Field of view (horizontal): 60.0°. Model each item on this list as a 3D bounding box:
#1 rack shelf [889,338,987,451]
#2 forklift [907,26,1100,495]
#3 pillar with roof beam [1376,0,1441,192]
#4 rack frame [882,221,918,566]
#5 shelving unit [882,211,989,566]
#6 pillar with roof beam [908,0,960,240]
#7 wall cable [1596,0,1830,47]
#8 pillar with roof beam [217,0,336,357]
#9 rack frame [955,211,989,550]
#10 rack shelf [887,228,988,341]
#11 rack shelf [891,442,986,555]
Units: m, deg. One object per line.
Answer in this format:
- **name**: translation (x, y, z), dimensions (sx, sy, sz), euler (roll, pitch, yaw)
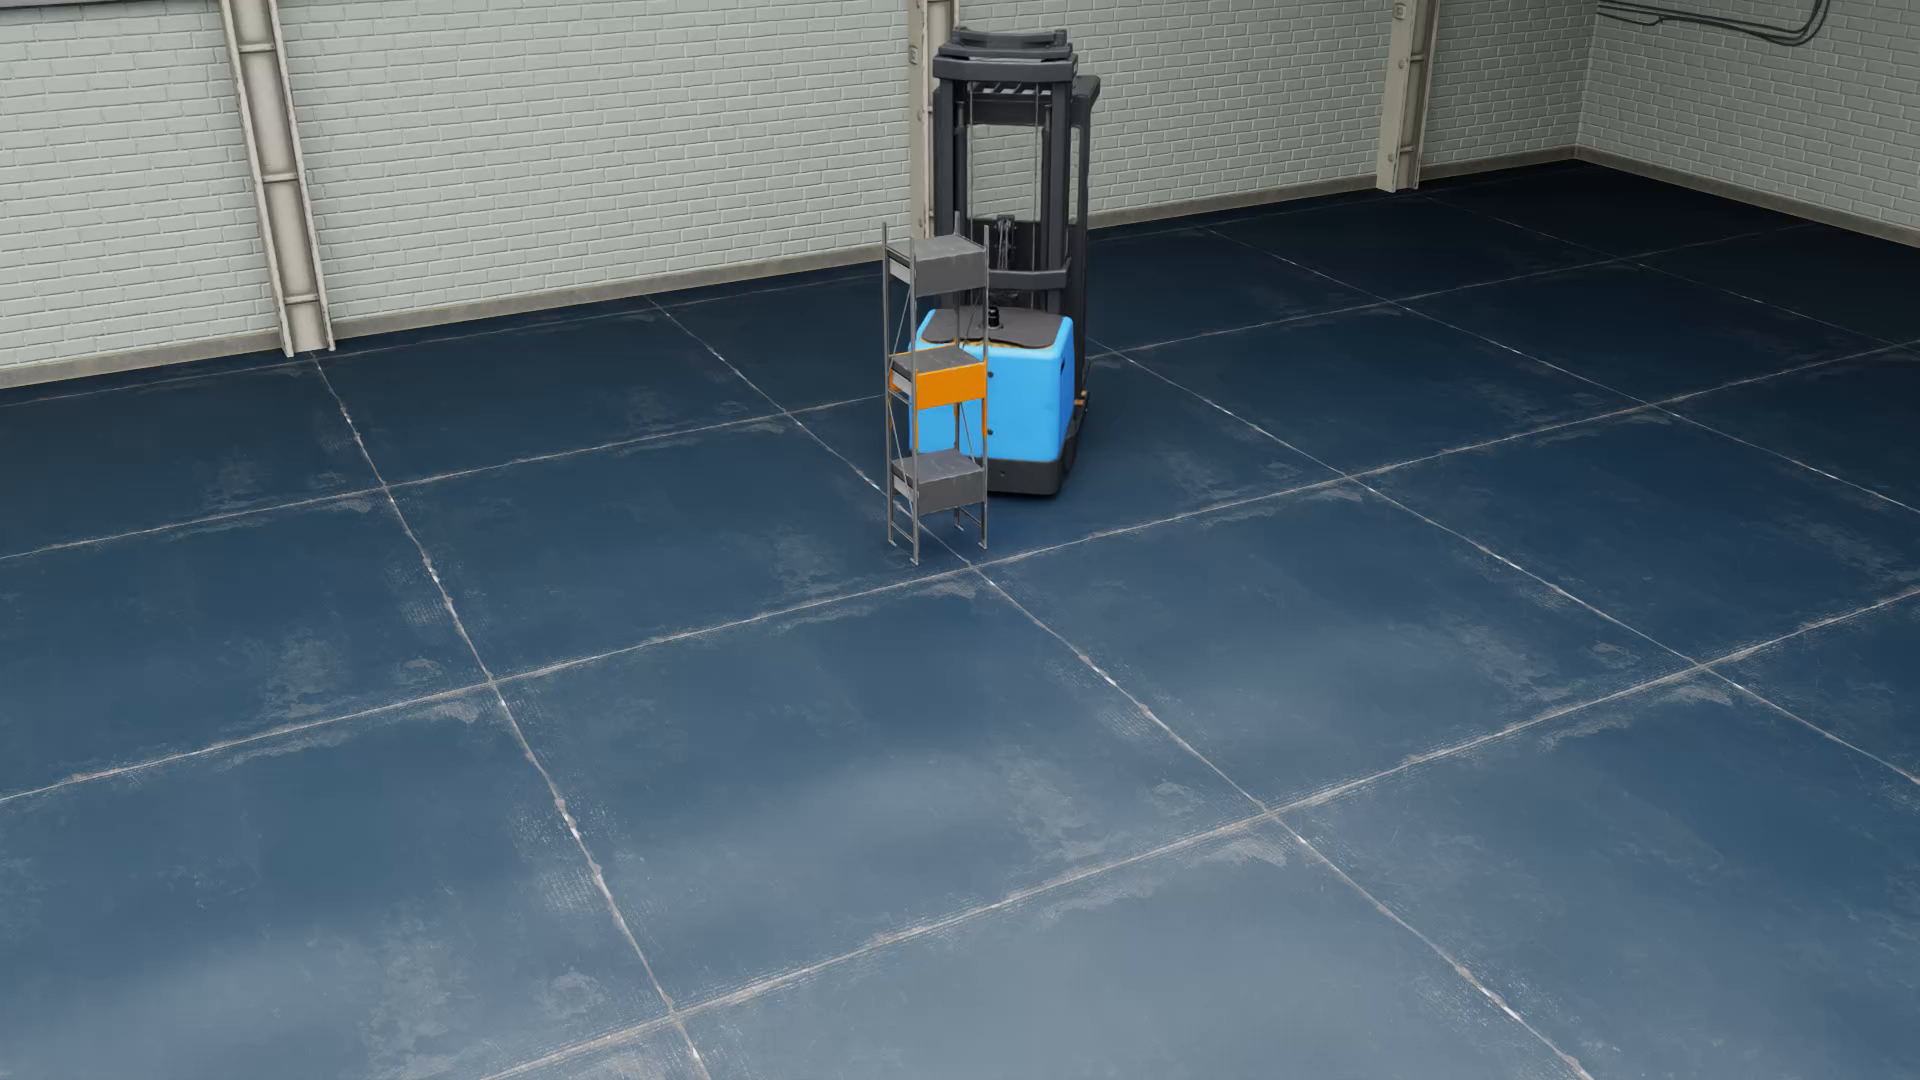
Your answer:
- **rack shelf**: translation (-0.146, -0.901, 10.231), dimensions (0.480, 0.518, 0.431), euler (-13, 29, -25)
- **forklift**: translation (0.397, -2.238, 12.026), dimensions (1.130, 2.935, 3.031), euler (4, 26, 9)
- **pillar with roof beam**: translation (7.072, -6.489, 13.868), dimensions (0.400, 9.000, 9.100), euler (-13, 29, -25)
- **rack frame**: translation (-0.361, -0.863, 10.122), dimensions (0.015, 2.100, 0.400), euler (-13, 29, -25)
- **shelving unit**: translation (-0.146, -0.913, 10.225), dimensions (0.503, 2.100, 0.431), euler (-13, 29, -25)
- **pillar with roof beam**: translation (1.778, -5.267, 11.323), dimensions (0.400, 9.000, 9.100), euler (-13, 29, -25)
- **wall cable**: translation (8.268, -6.828, 18.163), dimensions (0.112, 2.526, 3.097), euler (-13, 29, -25)
- **pillar with roof beam**: translation (-3.516, -4.045, 8.778), dimensions (0.400, 9.000, 9.100), euler (-13, 29, -25)
- **rack frame**: translation (0.069, -0.963, 10.329), dimensions (0.015, 2.100, 0.400), euler (-13, 29, -25)
- **rack shelf**: translation (-0.146, -1.532, 9.928), dimensions (0.480, 0.518, 0.431), euler (-13, 29, -25)
- **rack shelf**: translation (-0.146, -0.270, 10.534), dimensions (0.480, 0.518, 0.431), euler (-13, 29, -25)
